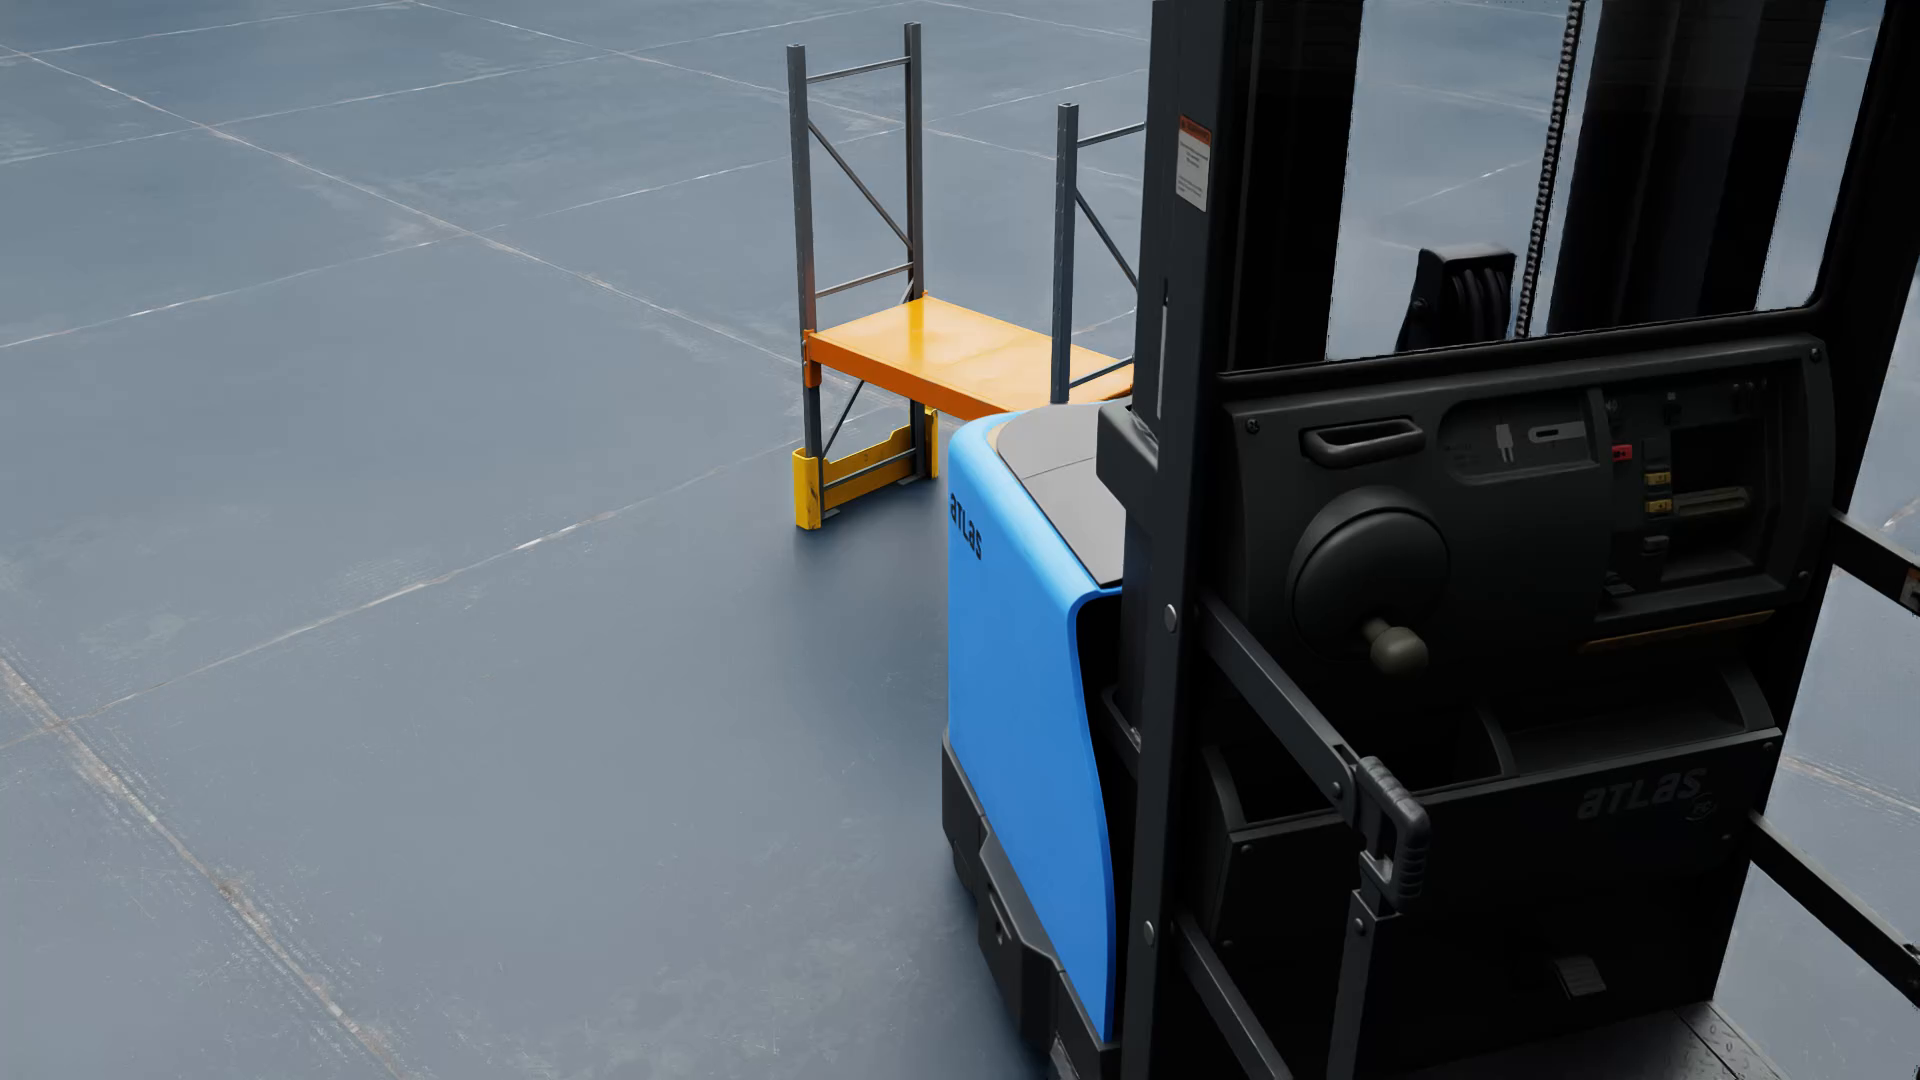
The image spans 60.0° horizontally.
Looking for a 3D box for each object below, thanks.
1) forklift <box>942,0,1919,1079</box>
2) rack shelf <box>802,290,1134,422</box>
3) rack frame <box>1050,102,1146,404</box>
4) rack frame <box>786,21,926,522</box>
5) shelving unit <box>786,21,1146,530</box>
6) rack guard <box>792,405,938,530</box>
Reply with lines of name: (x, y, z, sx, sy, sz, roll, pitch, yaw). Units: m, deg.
forklift: (0.870, -0.007, 2.114, 1.130, 2.935, 3.031, -8, 29, -15)
rack shelf: (0.061, -0.477, 4.932, 1.000, 0.185, 0.538, 25, 36, 38)
rack frame: (0.423, -0.470, 4.533, 0.032, 1.500, 0.500, 25, 36, 38)
rack frame: (-0.302, -0.802, 5.163, 0.032, 1.500, 0.500, 25, 36, 38)
shelving unit: (0.054, -0.639, 4.854, 1.083, 1.500, 0.587, 25, 36, 38)
rack guard: (-0.301, -0.248, 5.454, 0.087, 0.250, 0.587, 25, 36, 38)
